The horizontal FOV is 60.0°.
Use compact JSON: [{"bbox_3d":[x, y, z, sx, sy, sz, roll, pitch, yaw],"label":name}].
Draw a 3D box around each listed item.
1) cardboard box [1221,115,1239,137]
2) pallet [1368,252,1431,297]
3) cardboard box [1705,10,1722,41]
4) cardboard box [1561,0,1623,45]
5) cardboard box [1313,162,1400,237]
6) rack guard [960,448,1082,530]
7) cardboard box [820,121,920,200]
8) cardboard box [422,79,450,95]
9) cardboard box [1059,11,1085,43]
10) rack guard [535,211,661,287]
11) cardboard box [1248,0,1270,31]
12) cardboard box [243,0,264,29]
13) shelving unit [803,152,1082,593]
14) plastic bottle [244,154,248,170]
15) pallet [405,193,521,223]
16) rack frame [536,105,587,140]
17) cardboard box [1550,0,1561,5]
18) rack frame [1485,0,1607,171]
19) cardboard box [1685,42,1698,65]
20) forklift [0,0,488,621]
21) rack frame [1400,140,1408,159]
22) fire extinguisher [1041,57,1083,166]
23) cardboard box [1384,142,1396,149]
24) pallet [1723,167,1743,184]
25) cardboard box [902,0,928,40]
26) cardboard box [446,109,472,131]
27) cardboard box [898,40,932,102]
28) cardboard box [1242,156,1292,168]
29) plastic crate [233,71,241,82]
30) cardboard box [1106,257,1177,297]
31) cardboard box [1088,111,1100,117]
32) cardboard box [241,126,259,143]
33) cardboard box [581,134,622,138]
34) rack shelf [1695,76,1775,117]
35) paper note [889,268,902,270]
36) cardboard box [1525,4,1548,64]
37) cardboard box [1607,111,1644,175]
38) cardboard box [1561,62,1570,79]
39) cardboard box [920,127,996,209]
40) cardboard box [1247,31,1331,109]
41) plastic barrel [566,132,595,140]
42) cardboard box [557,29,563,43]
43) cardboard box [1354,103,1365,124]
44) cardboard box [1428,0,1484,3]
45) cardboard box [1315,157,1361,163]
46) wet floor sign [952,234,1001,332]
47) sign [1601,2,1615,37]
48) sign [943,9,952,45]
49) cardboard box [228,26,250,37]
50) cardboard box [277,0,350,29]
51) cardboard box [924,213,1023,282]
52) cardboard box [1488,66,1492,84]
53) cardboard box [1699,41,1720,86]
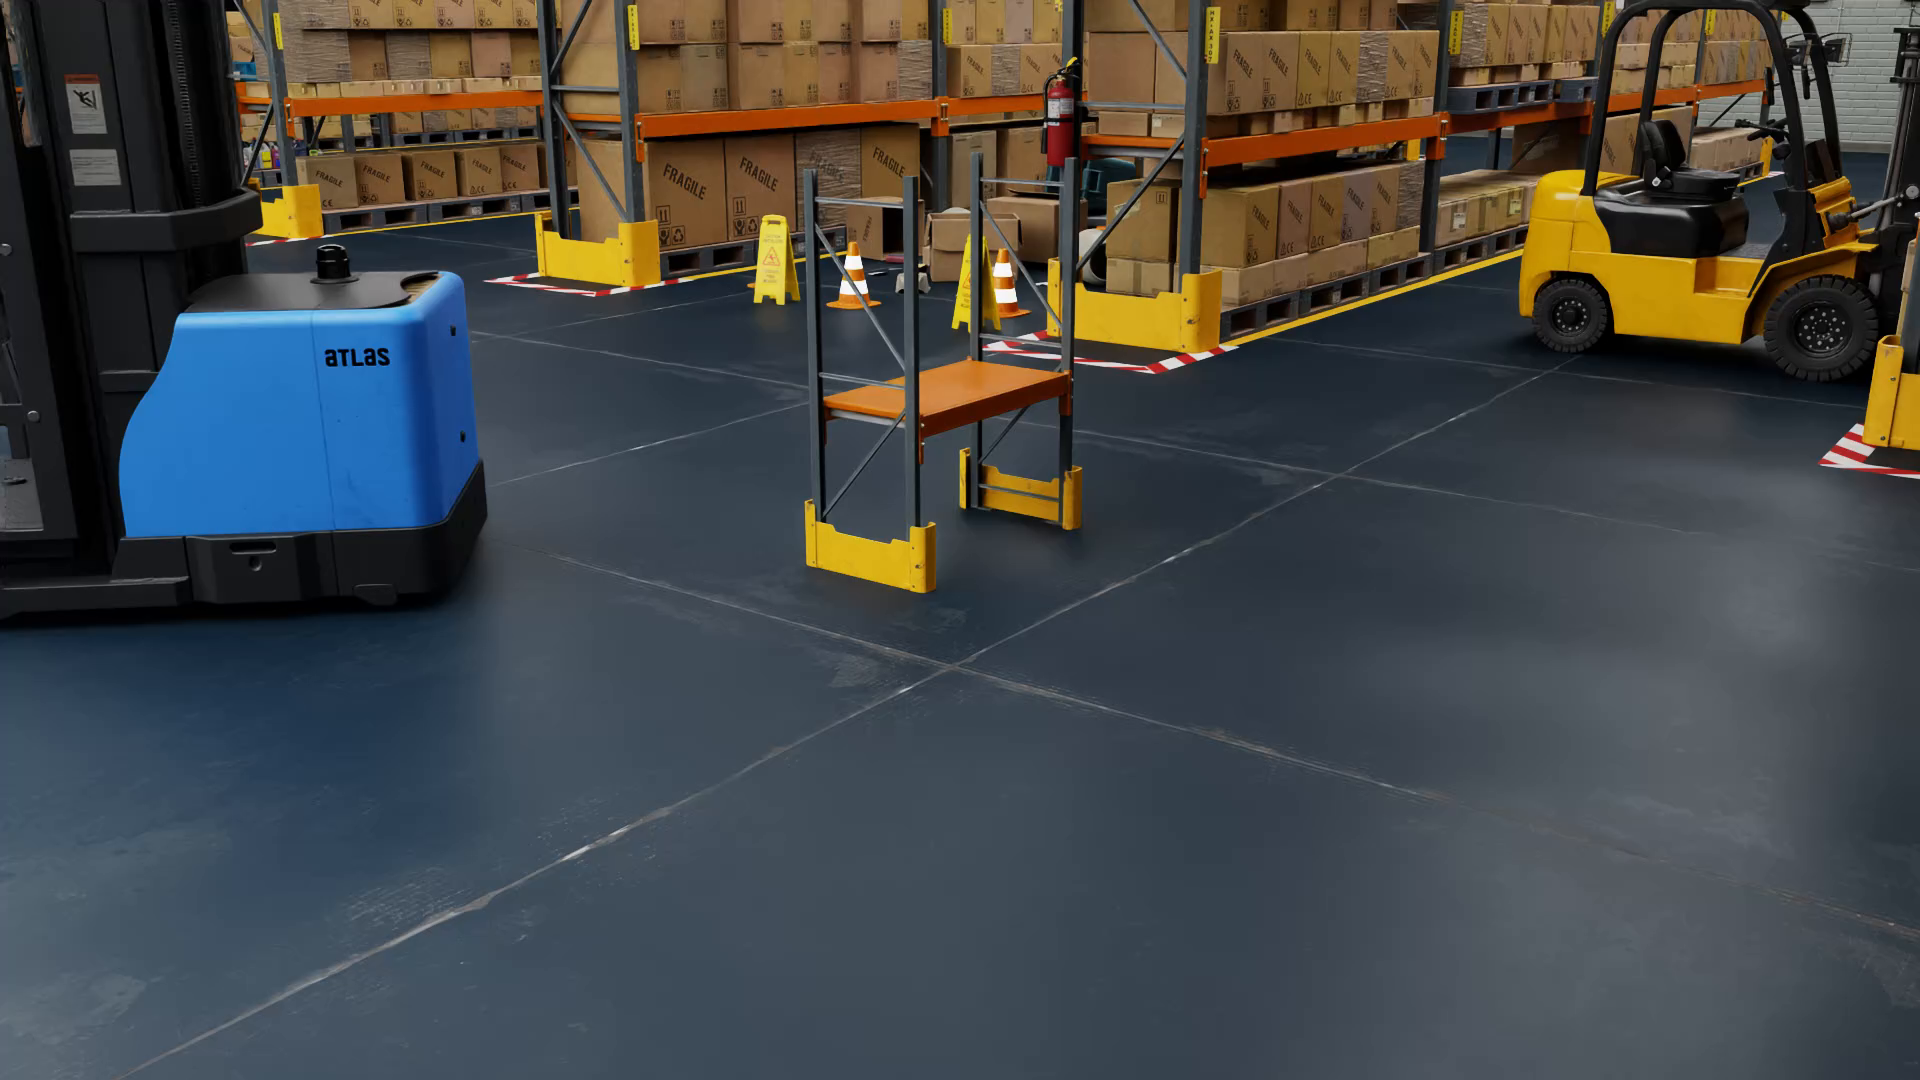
[{"bbox_3d":[1.594,-2.721,10.872,0.380,0.149,0.250,13,21,35],"label":"cardboard box"},{"bbox_3d":[3.098,-2.189,13.437,1.003,0.211,1.213,12,21,35],"label":"pallet"},{"bbox_3d":[8.715,-6.188,19.758,0.500,0.500,0.500,13,21,35],"label":"cardboard box"},{"bbox_3d":[6.343,-5.239,16.702,0.500,0.500,0.500,12,21,33],"label":"cardboard box"},{"bbox_3d":[3.031,-2.623,12.795,0.500,0.500,0.500,13,21,36],"label":"cardboard box"},{"bbox_3d":[0.251,-0.220,7.030,0.587,0.250,0.087,12,21,35],"label":"rack guard"},{"bbox_3d":[-0.997,-3.586,16.108,0.875,0.875,0.875,13,21,36],"label":"cardboard box"},{"bbox_3d":[-5.539,-4.731,17.345,0.380,0.149,0.250,12,21,35],"label":"cardboard box"},{"bbox_3d":[0.938,-5.667,18.080,0.700,0.500,0.500,12,21,34],"label":"cardboard box"},{"bbox_3d":[-2.964,-2.385,13.582,1.175,0.500,0.348,12,21,35],"label":"rack guard"},{"bbox_3d":[1.744,-3.821,11.633,0.700,0.500,0.500,12,21,34],"label":"cardboard box"},{"bbox_3d":[-6.743,-5.327,16.485,0.500,0.500,0.500,12,21,35],"label":"cardboard box"},{"bbox_3d":[-0.045,-0.698,6.463,0.587,1.500,1.083,12,21,35],"label":"shelving unit"},{"bbox_3d":[-9.074,-4.789,21.084,0.097,0.201,0.097,0,17,0],"label":"plastic bottle"},{"bbox_3d":[-5.587,-3.648,18.136,1.003,0.211,1.213,12,21,35],"label":"pallet"},{"bbox_3d":[-6.083,-7.266,25.084,1.000,3.000,0.127,12,21,35],"label":"rack frame"},{"bbox_3d":[5.951,-5.334,17.009,0.500,0.500,0.500,12,21,33],"label":"cardboard box"},{"bbox_3d":[5.853,-4.640,16.626,1.000,3.000,0.127,12,21,35],"label":"rack frame"},{"bbox_3d":[8.169,-5.611,19.166,0.500,0.250,0.500,12,21,35],"label":"cardboard box"},{"bbox_3d":[-3.381,-1.244,5.806,3.031,2.935,1.130,-2,17,-7],"label":"forklift"},{"bbox_3d":[6.584,-7.396,25.501,1.000,3.000,0.127,12,21,35],"label":"rack frame"},{"bbox_3d":[0.648,-2.751,10.676,0.296,0.674,0.183,12,21,35],"label":"fire extinguisher"},{"bbox_3d":[6.366,-5.993,25.085,0.380,0.149,0.250,13,22,36],"label":"cardboard box"},{"bbox_3d":[9.479,-4.720,21.586,1.003,0.211,1.213,12,21,35],"label":"pallet"},{"bbox_3d":[-0.813,-5.043,15.852,0.875,0.550,0.550,12,21,35],"label":"cardboard box"},{"bbox_3d":[-8.948,-7.461,29.184,0.500,0.500,0.500,12,21,34],"label":"cardboard box"},{"bbox_3d":[-0.776,-4.519,15.986,0.875,0.550,0.550,12,21,35],"label":"cardboard box"},{"bbox_3d":[2.316,-2.943,12.732,0.380,0.149,0.250,14,22,38],"label":"cardboard box"},{"bbox_3d":[-9.231,-5.756,20.665,0.530,0.136,0.437,12,21,35],"label":"plastic crate"},{"bbox_3d":[1.366,-1.867,11.627,0.500,0.250,0.500,12,21,34],"label":"cardboard box"},{"bbox_3d":[1.802,-7.099,27.420,0.875,0.875,0.875,12,21,35],"label":"cardboard box"},{"bbox_3d":[-11.391,-6.375,26.141,0.500,0.250,0.500,12,21,33],"label":"cardboard box"},{"bbox_3d":[-4.106,-4.597,19.962,0.700,0.500,0.500,11,20,31],"label":"cardboard box"},{"bbox_3d":[9.428,-5.725,21.335,1.077,0.370,4.000,12,21,35],"label":"rack shelf"},{"bbox_3d":[-0.551,-2.309,14.163,0.123,0.001,0.032,-7,19,-22],"label":"paper note"},{"bbox_3d":[4.880,-4.497,14.790,0.500,0.500,0.500,11,21,32],"label":"cardboard box"},{"bbox_3d":[6.866,-4.187,18.043,0.875,0.875,0.875,13,21,35],"label":"cardboard box"},{"bbox_3d":[5.475,-4.397,15.562,0.380,0.149,0.250,11,20,32],"label":"cardboard box"},{"bbox_3d":[-0.268,-3.827,17.096,1.050,0.750,0.750,12,21,34],"label":"cardboard box"},{"bbox_3d":[2.200,-3.233,11.428,0.500,0.500,0.500,12,21,34],"label":"cardboard box"},{"bbox_3d":[-5.806,-6.550,25.728,0.600,0.830,0.708,12,21,35],"label":"plastic barrel"},{"bbox_3d":[-4.807,-5.532,18.829,0.875,0.500,0.500,12,21,35],"label":"cardboard box"},{"bbox_3d":[2.744,-3.138,12.215,0.380,0.149,0.250,12,21,34],"label":"cardboard box"},{"bbox_3d":[4.034,-4.437,13.500,0.380,0.149,0.250,12,21,34],"label":"cardboard box"},{"bbox_3d":[2.901,-2.840,13.494,0.500,0.500,0.500,14,22,37],"label":"cardboard box"},{"bbox_3d":[0.114,-1.754,11.303,0.232,0.644,0.267,-11,20,-32],"label":"wet floor sign"},{"bbox_3d":[6.295,-5.061,16.165,0.100,0.325,0.005,12,21,35],"label":"sign"},{"bbox_3d":[-0.119,-4.891,15.843,0.100,0.325,0.005,12,21,35],"label":"sign"},{"bbox_3d":[-13.545,-9.286,30.886,0.500,0.500,0.500,13,22,36],"label":"cardboard box"},{"bbox_3d":[-6.326,-5.235,16.189,0.500,0.500,0.500,12,21,35],"label":"cardboard box"},{"bbox_3d":[0.100,-2.408,13.648,0.797,0.503,0.637,-1,17,-3],"label":"cardboard box"},{"bbox_3d":[4.316,-3.982,14.225,0.380,0.149,0.250,14,22,38],"label":"cardboard box"},{"bbox_3d":[8.726,-5.706,19.890,0.500,0.500,0.500,13,22,36],"label":"cardboard box"}]
